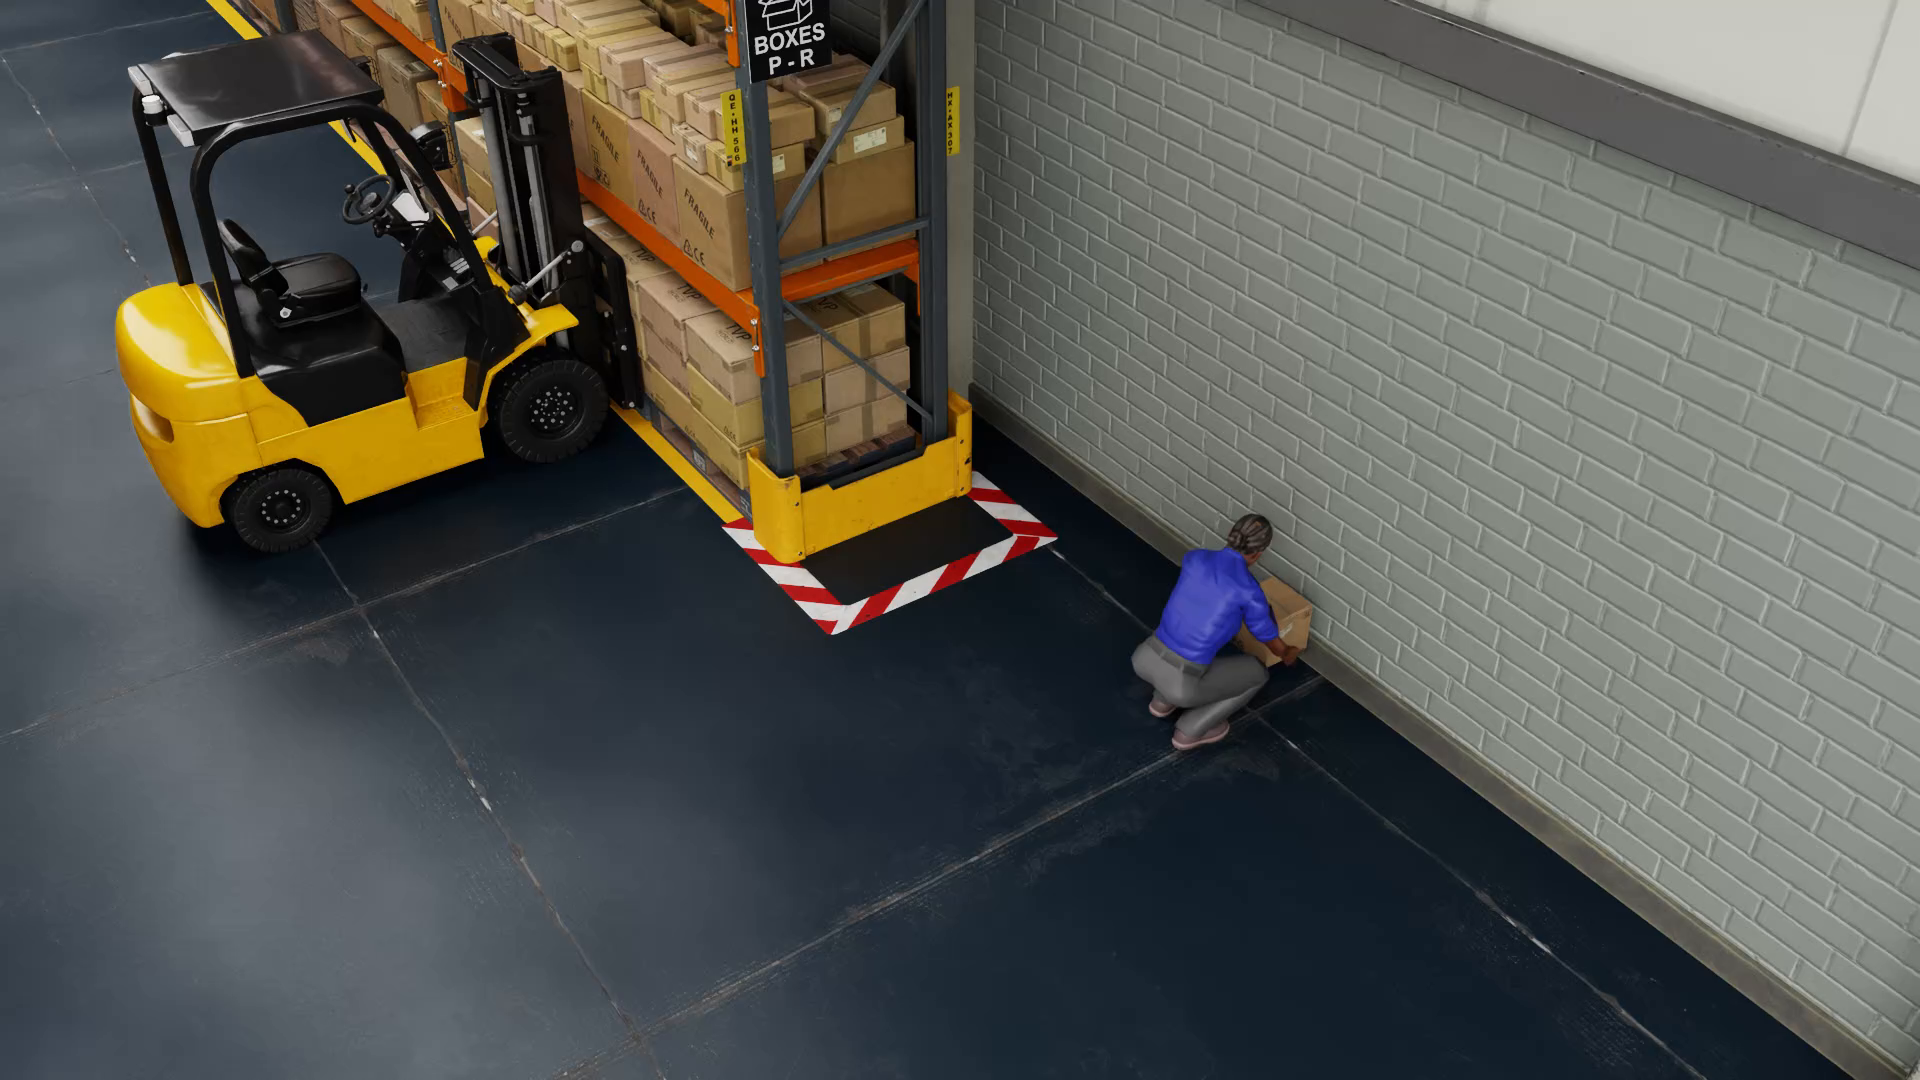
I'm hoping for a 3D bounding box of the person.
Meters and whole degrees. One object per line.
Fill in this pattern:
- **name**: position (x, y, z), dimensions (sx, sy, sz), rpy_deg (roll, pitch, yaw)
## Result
- **person**: position (1.109, 0.377, 7.120), dimensions (0.827, 0.933, 0.479), rpy_deg (-23, 42, -28)
